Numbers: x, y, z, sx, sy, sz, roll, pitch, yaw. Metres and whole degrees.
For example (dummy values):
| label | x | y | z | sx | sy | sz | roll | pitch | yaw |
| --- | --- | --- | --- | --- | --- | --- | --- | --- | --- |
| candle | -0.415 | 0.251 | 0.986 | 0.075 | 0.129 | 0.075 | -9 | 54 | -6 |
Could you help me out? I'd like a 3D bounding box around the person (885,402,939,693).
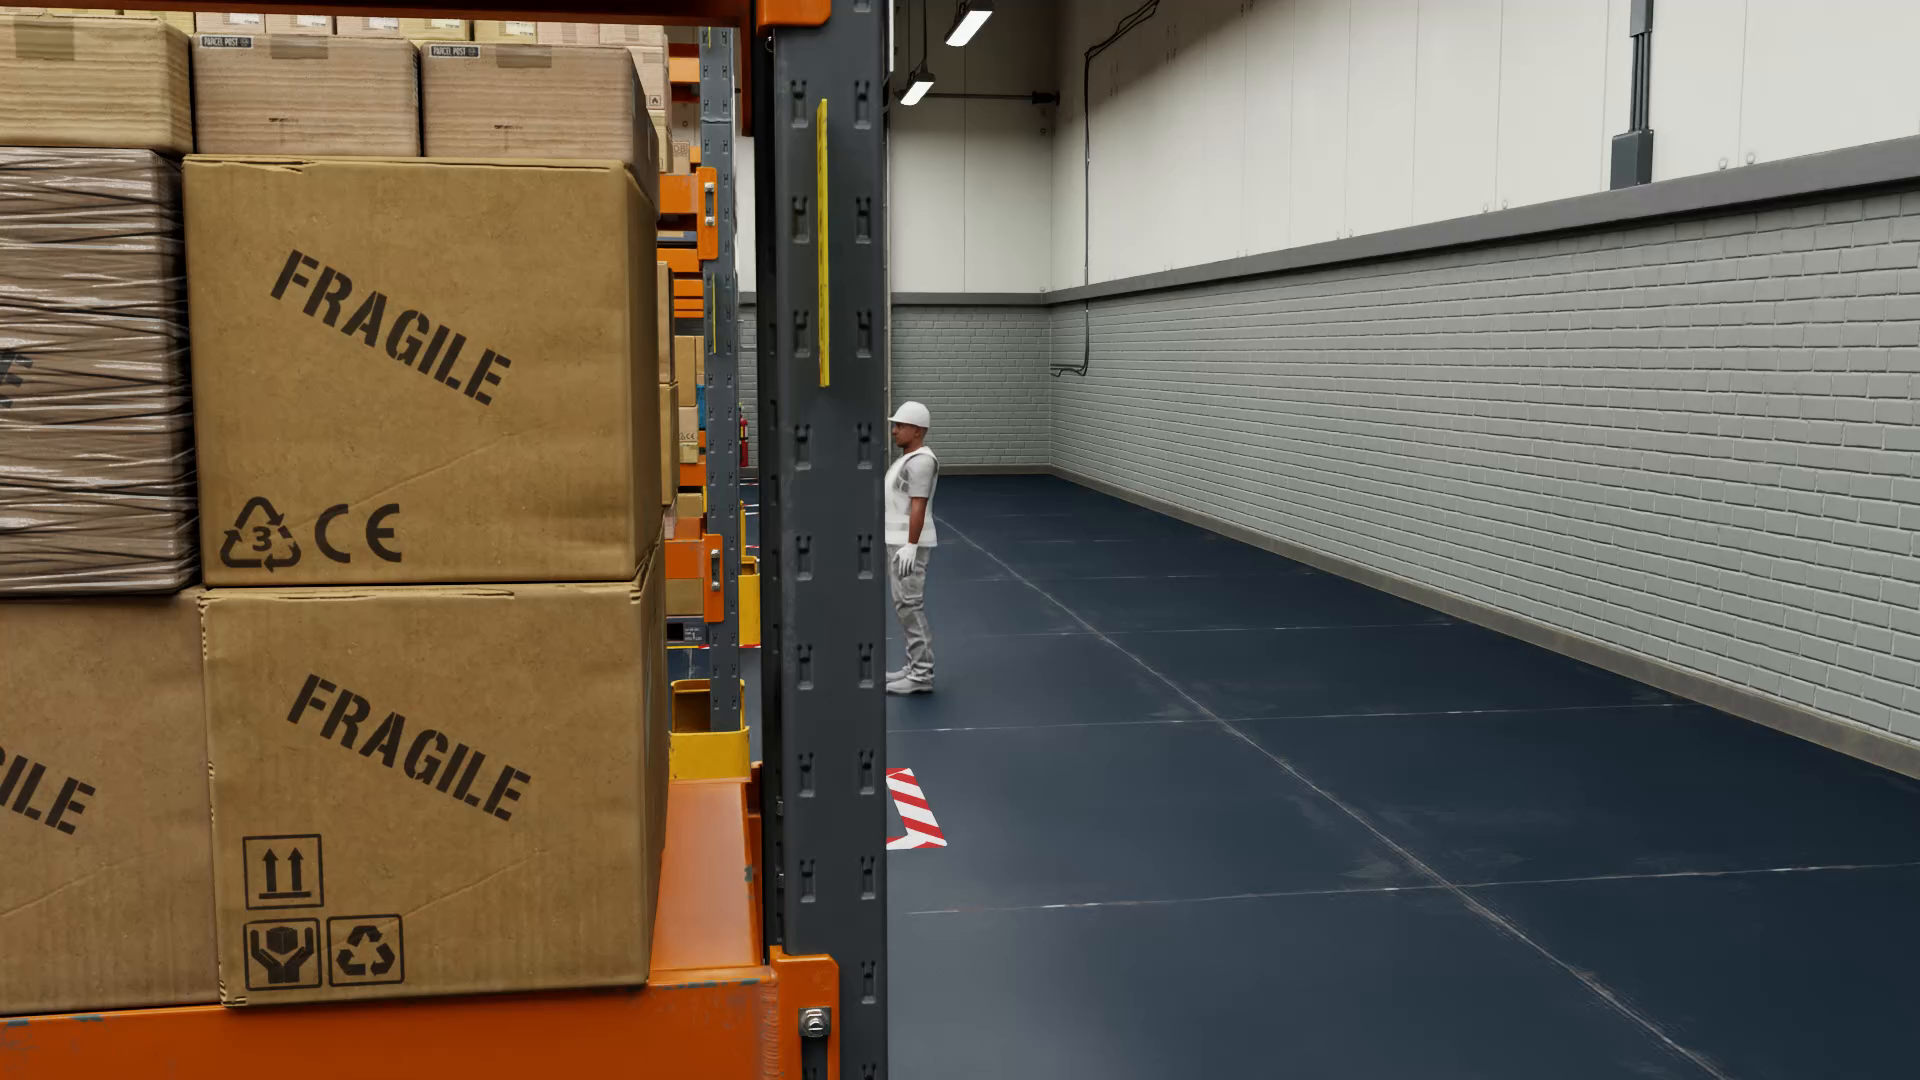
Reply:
| label | x | y | z | sx | sy | sz | roll | pitch | yaw |
| --- | --- | --- | --- | --- | --- | --- | --- | --- | --- |
| person | -0.311 | 0.039 | 10.277 | 0.352 | 1.781 | 0.542 | -1 | 6 | -7 |
